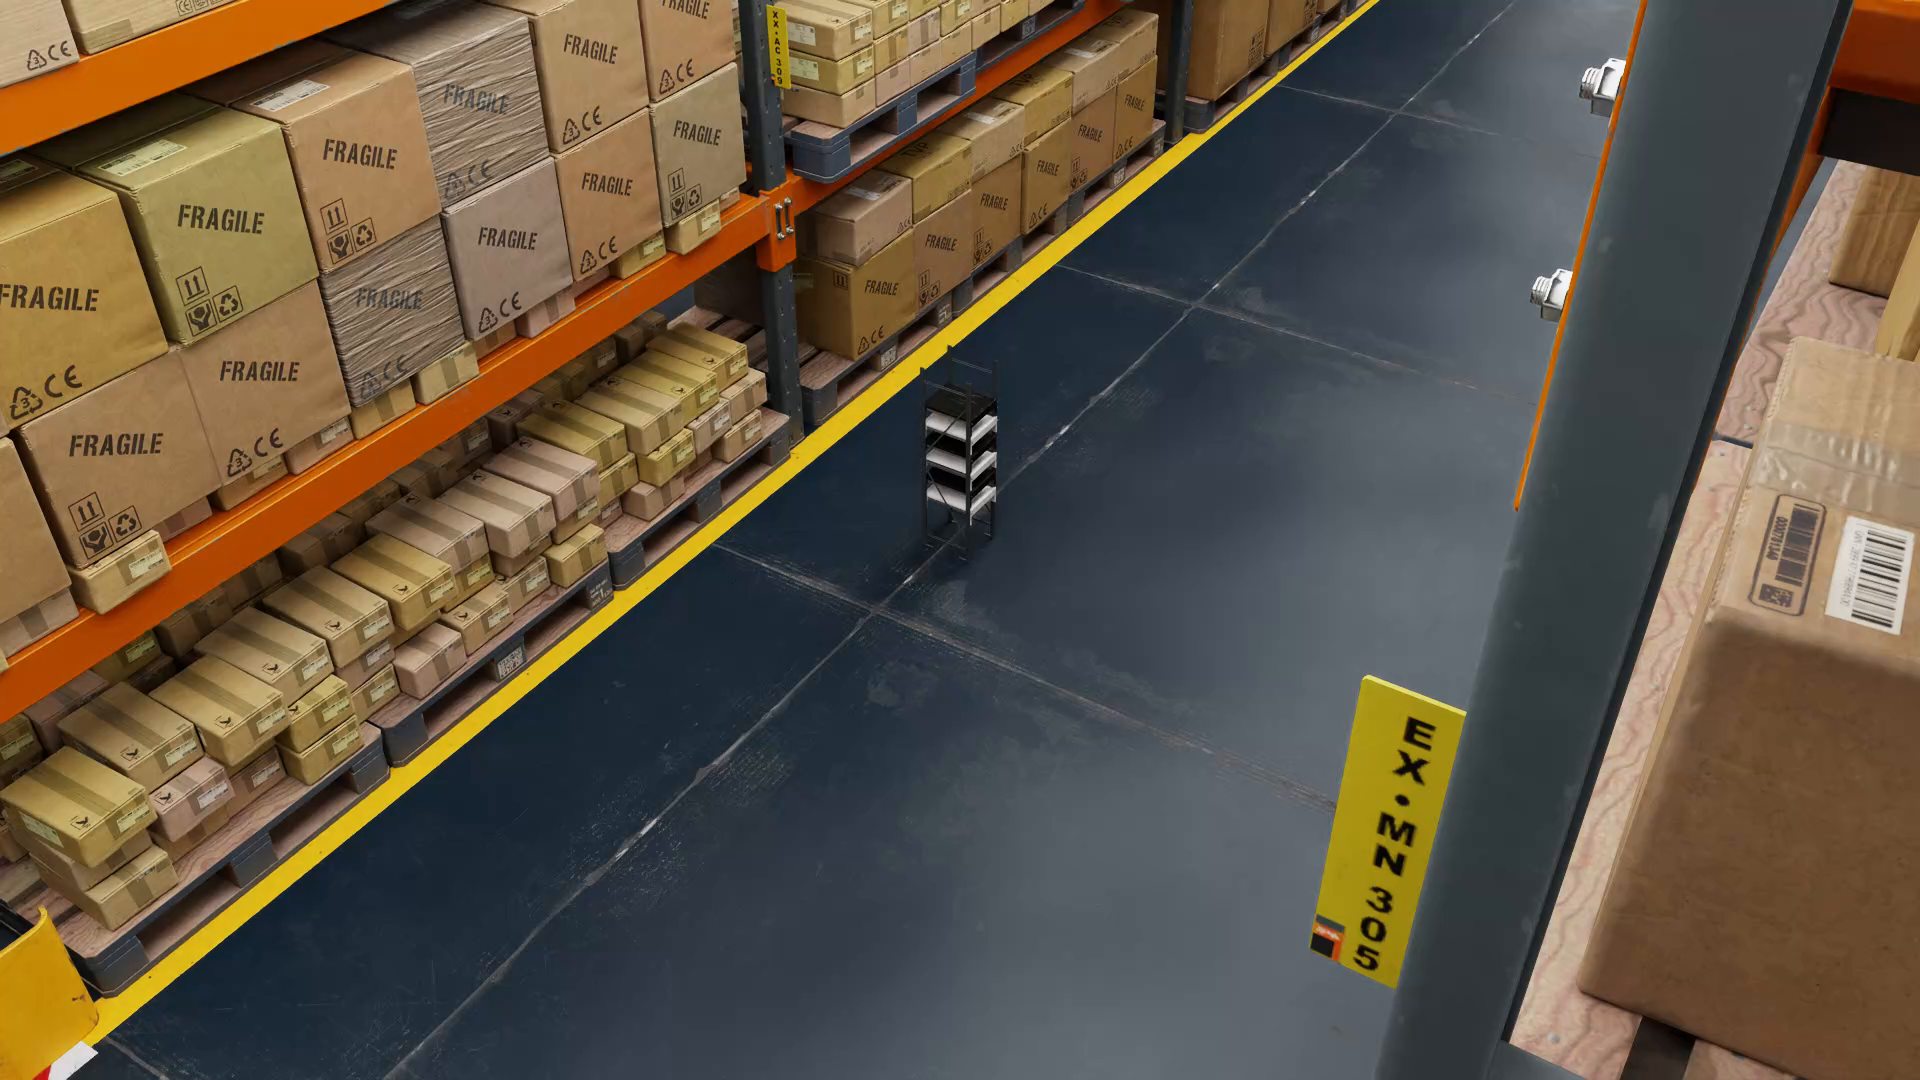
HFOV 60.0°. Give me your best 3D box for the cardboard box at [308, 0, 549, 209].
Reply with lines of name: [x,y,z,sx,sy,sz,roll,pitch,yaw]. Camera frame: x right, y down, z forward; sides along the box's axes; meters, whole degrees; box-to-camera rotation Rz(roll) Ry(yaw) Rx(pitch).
cardboard box: [-1.770,-1.491,5.583,0.500,0.500,0.500,22,43,26]

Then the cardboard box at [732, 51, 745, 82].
cardboard box: [-1.143,-2.132,7.421,0.380,0.149,0.250,20,42,24]

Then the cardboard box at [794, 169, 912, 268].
cardboard box: [-0.569,-1.564,7.911,0.500,0.250,0.500,19,42,23]

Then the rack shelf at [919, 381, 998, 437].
rack shelf: [-0.004,-0.540,6.825,0.258,0.077,0.200,21,42,25]

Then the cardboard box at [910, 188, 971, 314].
cardboard box: [-0.286,-1.540,8.494,0.500,0.500,0.500,23,43,27]

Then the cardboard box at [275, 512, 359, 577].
cardboard box: [-2.523,-0.017,6.319,0.380,0.149,0.250,20,42,24]

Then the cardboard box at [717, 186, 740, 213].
cardboard box: [-1.144,-1.473,6.909,0.380,0.149,0.250,21,42,25]

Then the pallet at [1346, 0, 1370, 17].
pallet: [2.748,-4.393,12.776,1.003,0.211,1.213,21,42,25]

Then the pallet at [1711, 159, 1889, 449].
pallet: [1.844,-0.229,2.707,1.003,0.211,1.213,21,42,25]

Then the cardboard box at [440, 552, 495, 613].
cardboard box: [-2.029,0.093,6.420,0.380,0.149,0.250,23,43,27]

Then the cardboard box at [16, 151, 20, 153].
cardboard box: [-2.754,-1.137,5.123,0.500,0.500,0.500,23,43,27]

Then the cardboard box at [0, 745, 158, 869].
cardboard box: [-2.764,0.834,5.215,0.380,0.149,0.250,19,42,23]

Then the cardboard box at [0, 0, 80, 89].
cardboard box: [-2.589,-1.280,4.120,0.500,0.250,0.500,23,43,26]

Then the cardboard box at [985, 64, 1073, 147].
cardboard box: [0.263,-2.372,8.960,0.500,0.250,0.500,22,43,26]

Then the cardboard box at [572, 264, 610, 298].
cardboard box: [-1.579,-1.075,6.394,0.380,0.149,0.250,20,42,24]

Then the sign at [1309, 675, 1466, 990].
sign: [0.352,0.249,1.353,0.100,0.325,0.005,21,42,25]

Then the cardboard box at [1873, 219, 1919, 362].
cardboard box: [1.675,-0.311,2.233,0.700,0.500,0.500,18,41,22]

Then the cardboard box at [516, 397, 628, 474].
cardboard box: [-1.595,-0.417,6.837,0.380,0.149,0.250,23,43,27]

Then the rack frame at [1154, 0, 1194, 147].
rack frame: [0.955,-3.858,9.798,1.000,3.000,0.127,21,42,25]

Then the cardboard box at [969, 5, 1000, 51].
cardboard box: [-0.037,-2.448,7.831,0.380,0.149,0.250,19,42,23]

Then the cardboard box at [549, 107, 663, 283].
cardboard box: [-1.488,-1.344,6.211,0.500,0.500,0.500,20,42,24]

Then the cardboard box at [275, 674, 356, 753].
cardboard box: [-2.354,0.550,5.827,0.380,0.149,0.250,23,43,26]

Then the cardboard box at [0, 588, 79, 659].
cardboard box: [-2.780,0.161,4.790,0.380,0.149,0.250,23,43,27]

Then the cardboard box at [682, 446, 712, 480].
cardboard box: [-1.321,-0.413,7.320,0.380,0.149,0.250,22,43,26]

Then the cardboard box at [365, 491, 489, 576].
cardboard box: [-2.022,-0.011,6.312,0.380,0.149,0.250,21,42,25]

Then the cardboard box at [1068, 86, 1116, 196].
cardboard box: [0.542,-2.343,9.536,0.500,0.500,0.500,23,43,27]

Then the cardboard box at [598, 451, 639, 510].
cardboard box: [-1.569,-0.300,6.930,0.380,0.149,0.250,22,43,26]

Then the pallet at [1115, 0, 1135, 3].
pallet: [0.663,-3.380,9.334,1.213,0.211,1.003,21,42,25]

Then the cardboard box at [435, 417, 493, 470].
cardboard box: [-2.165,-0.443,6.872,0.380,0.149,0.250,22,43,26]

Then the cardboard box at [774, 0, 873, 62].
cardboard box: [-0.589,-2.151,6.958,0.380,0.149,0.250,23,43,27]

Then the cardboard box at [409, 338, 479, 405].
cardboard box: [-1.921,-0.643,5.833,0.380,0.149,0.250,22,43,26]

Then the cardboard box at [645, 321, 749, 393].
cardboard box: [-1.159,-0.800,7.335,0.380,0.149,0.250,22,43,26]

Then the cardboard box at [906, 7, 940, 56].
cardboard box: [-0.314,-2.301,7.396,0.380,0.149,0.250,22,43,26]

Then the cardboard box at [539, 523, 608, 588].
cardboard box: [-1.665,0.014,6.766,0.380,0.149,0.250,21,42,25]

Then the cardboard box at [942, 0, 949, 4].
cardboard box: [-0.169,-2.556,7.483,0.380,0.149,0.250,21,42,25]

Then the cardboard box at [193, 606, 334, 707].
cardboard box: [-2.411,0.410,5.765,0.380,0.149,0.250,19,42,23]

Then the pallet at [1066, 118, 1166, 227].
pallet: [0.535,-2.351,10.127,1.003,0.211,1.213,21,42,25]

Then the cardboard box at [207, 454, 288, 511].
cardboard box: [-2.401,-0.270,5.349,0.380,0.149,0.250,21,42,25]

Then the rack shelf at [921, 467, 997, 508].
rack shelf: [-0.004,-0.255,7.045,0.258,0.077,0.200,21,42,25]

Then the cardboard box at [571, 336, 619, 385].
cardboard box: [-1.745,-0.836,7.382,0.380,0.149,0.250,23,43,27]

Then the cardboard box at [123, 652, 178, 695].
cardboard box: [-3.013,0.477,5.921,0.380,0.149,0.250,19,42,23]

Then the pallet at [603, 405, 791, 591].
pallet: [-1.518,-0.334,7.510,1.003,0.211,1.213,21,42,25]

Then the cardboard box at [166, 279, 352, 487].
cardboard box: [-2.319,-0.565,5.200,0.500,0.500,0.500,22,43,26]

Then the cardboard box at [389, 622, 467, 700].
cardboard box: [-2.089,0.413,6.248,0.380,0.149,0.250,19,42,23]

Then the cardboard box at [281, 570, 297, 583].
cardboard box: [-2.593,0.080,6.437,0.380,0.149,0.250,23,43,27]

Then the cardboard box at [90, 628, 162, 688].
cardboard box: [-3.047,0.352,5.841,0.380,0.149,0.250,20,42,24]

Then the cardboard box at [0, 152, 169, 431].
cardboard box: [-2.602,-0.694,4.549,0.500,0.500,0.500,22,43,26]

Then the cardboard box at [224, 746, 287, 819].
cardboard box: [-2.582,0.772,5.783,0.380,0.149,0.250,22,43,26]

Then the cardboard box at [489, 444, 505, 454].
cardboard box: [-1.960,-0.433,7.103,0.380,0.149,0.250,19,42,23]

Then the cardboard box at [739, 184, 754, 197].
cardboard box: [-1.003,-1.736,8.134,0.500,0.250,0.500,20,42,24]

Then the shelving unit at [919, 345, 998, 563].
shelving unit: [-0.004,-0.352,6.970,0.258,0.900,0.210,21,42,25]

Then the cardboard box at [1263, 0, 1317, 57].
cardboard box: [1.822,-3.870,11.311,1.050,0.750,0.750,22,43,26]

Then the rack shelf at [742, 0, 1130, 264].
rack shelf: [-0.117,-2.542,8.680,1.077,0.370,4.000,21,42,25]

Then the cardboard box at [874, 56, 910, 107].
cardboard box: [-0.445,-2.060,7.327,0.380,0.149,0.250,22,43,26]

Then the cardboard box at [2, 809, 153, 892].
cardboard box: [-2.834,0.925,5.341,0.380,0.149,0.250,23,43,27]

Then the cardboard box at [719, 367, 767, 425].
cardboard box: [-1.089,-0.685,7.429,0.380,0.149,0.250,22,43,26]
